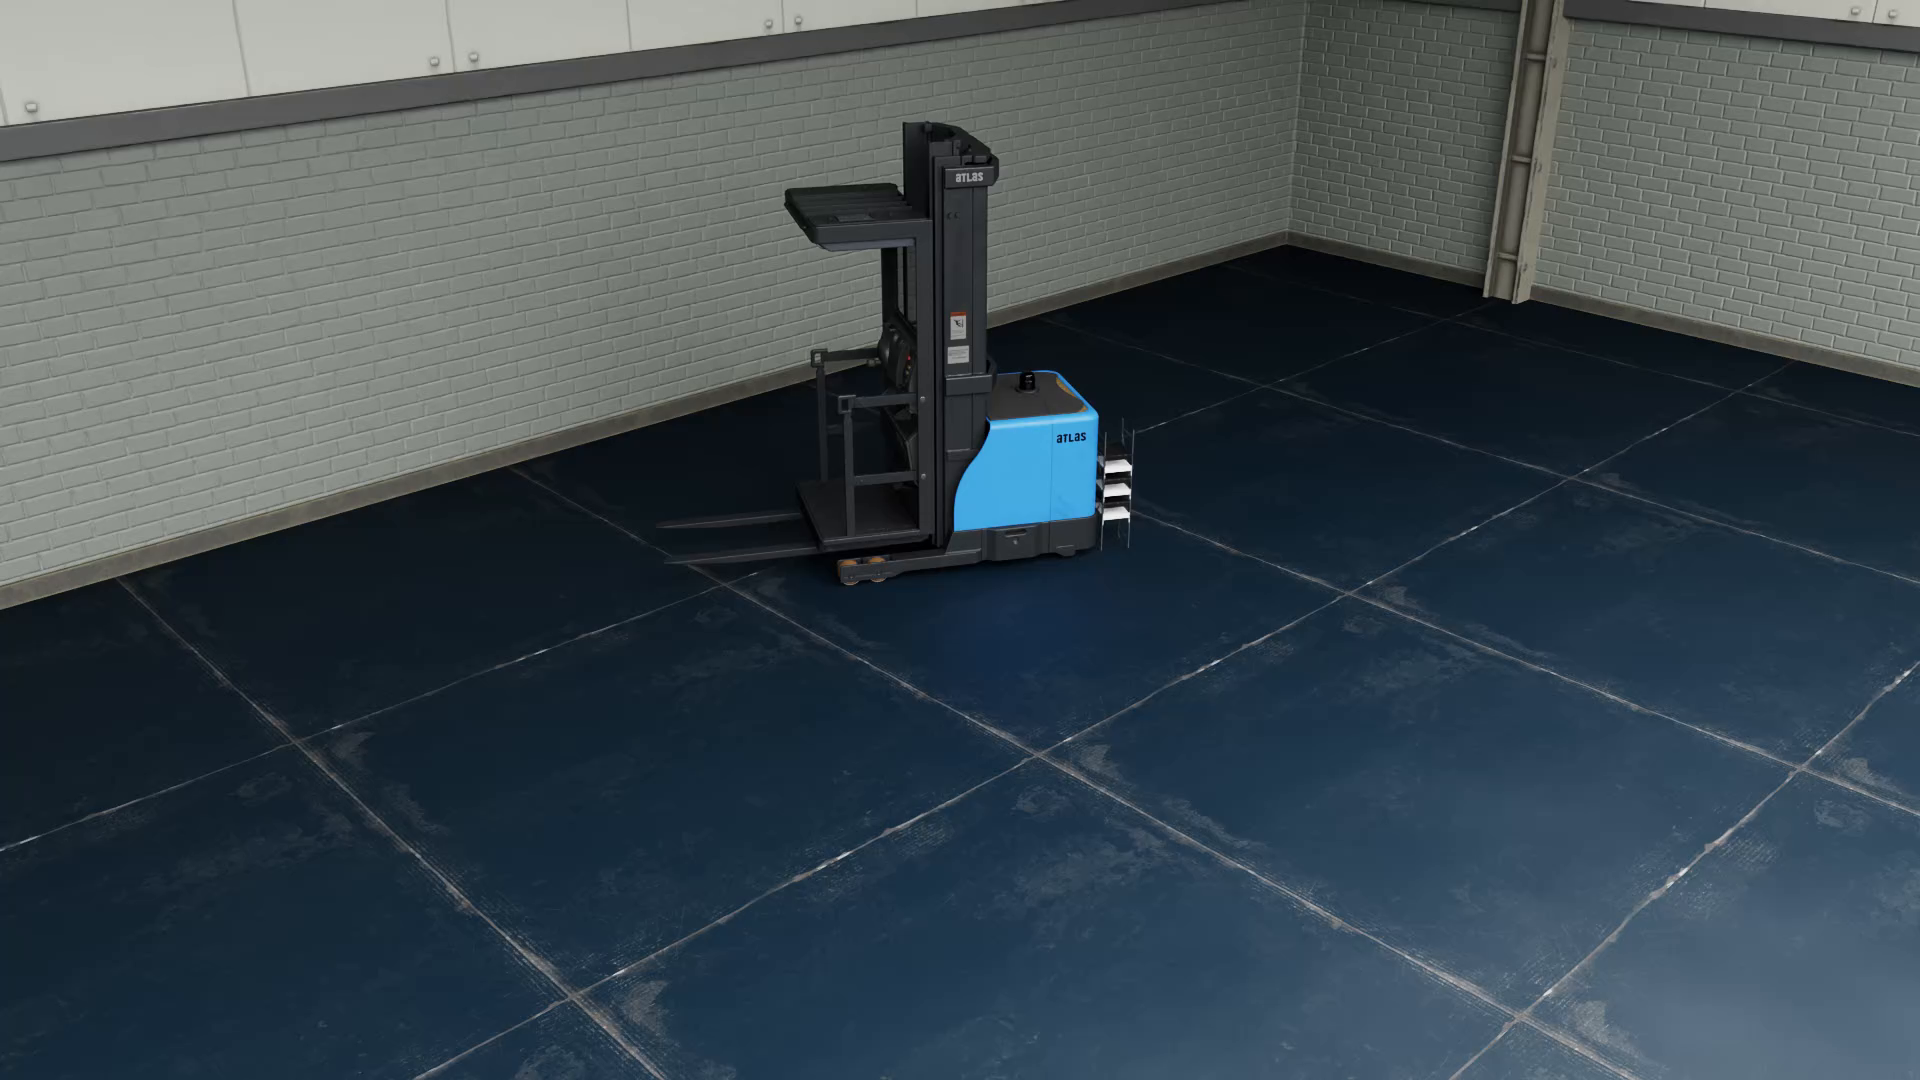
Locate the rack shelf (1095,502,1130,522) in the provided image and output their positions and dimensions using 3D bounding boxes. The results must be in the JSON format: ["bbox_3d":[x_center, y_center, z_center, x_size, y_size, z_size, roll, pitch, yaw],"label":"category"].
[{"bbox_3d":[1.079,-0.198,11.911,0.200,0.077,0.258,-6,25,-13],"label":"rack shelf"}]

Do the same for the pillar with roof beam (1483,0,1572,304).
[{"bbox_3d":[2.677,-5.455,13.162,9.100,9.000,0.400,-21,32,-38],"label":"pillar with roof beam"}]

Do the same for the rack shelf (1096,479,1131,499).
[{"bbox_3d":[1.079,-0.362,11.837,0.200,0.077,0.258,-6,25,-13],"label":"rack shelf"}]

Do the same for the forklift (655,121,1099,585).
[{"bbox_3d":[-0.608,-1.267,11.294,3.031,2.935,1.130,-6,25,-13],"label":"forklift"}]

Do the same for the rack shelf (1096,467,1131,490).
[{"bbox_3d":[1.079,-0.444,11.799,0.200,0.077,0.258,-6,25,-13],"label":"rack shelf"}]

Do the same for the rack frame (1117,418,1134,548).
[{"bbox_3d":[1.178,-0.403,11.845,0.006,0.900,0.240,-6,25,-13],"label":"rack frame"}]

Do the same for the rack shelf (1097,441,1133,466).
[{"bbox_3d":[1.079,-0.608,11.725,0.200,0.077,0.258,-6,25,-13],"label":"rack shelf"}]

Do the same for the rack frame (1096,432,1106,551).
[{"bbox_3d":[0.981,-0.382,11.800,0.006,0.900,0.240,-6,25,-13],"label":"rack frame"}]

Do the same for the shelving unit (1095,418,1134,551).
[{"bbox_3d":[1.079,-0.392,11.823,0.210,0.900,0.258,-6,25,-13],"label":"shelving unit"}]

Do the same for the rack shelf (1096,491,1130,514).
[{"bbox_3d":[1.079,-0.280,11.874,0.200,0.077,0.258,-6,25,-13],"label":"rack shelf"}]

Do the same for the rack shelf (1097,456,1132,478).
[{"bbox_3d":[1.079,-0.526,11.762,0.200,0.077,0.258,-6,25,-13],"label":"rack shelf"}]
